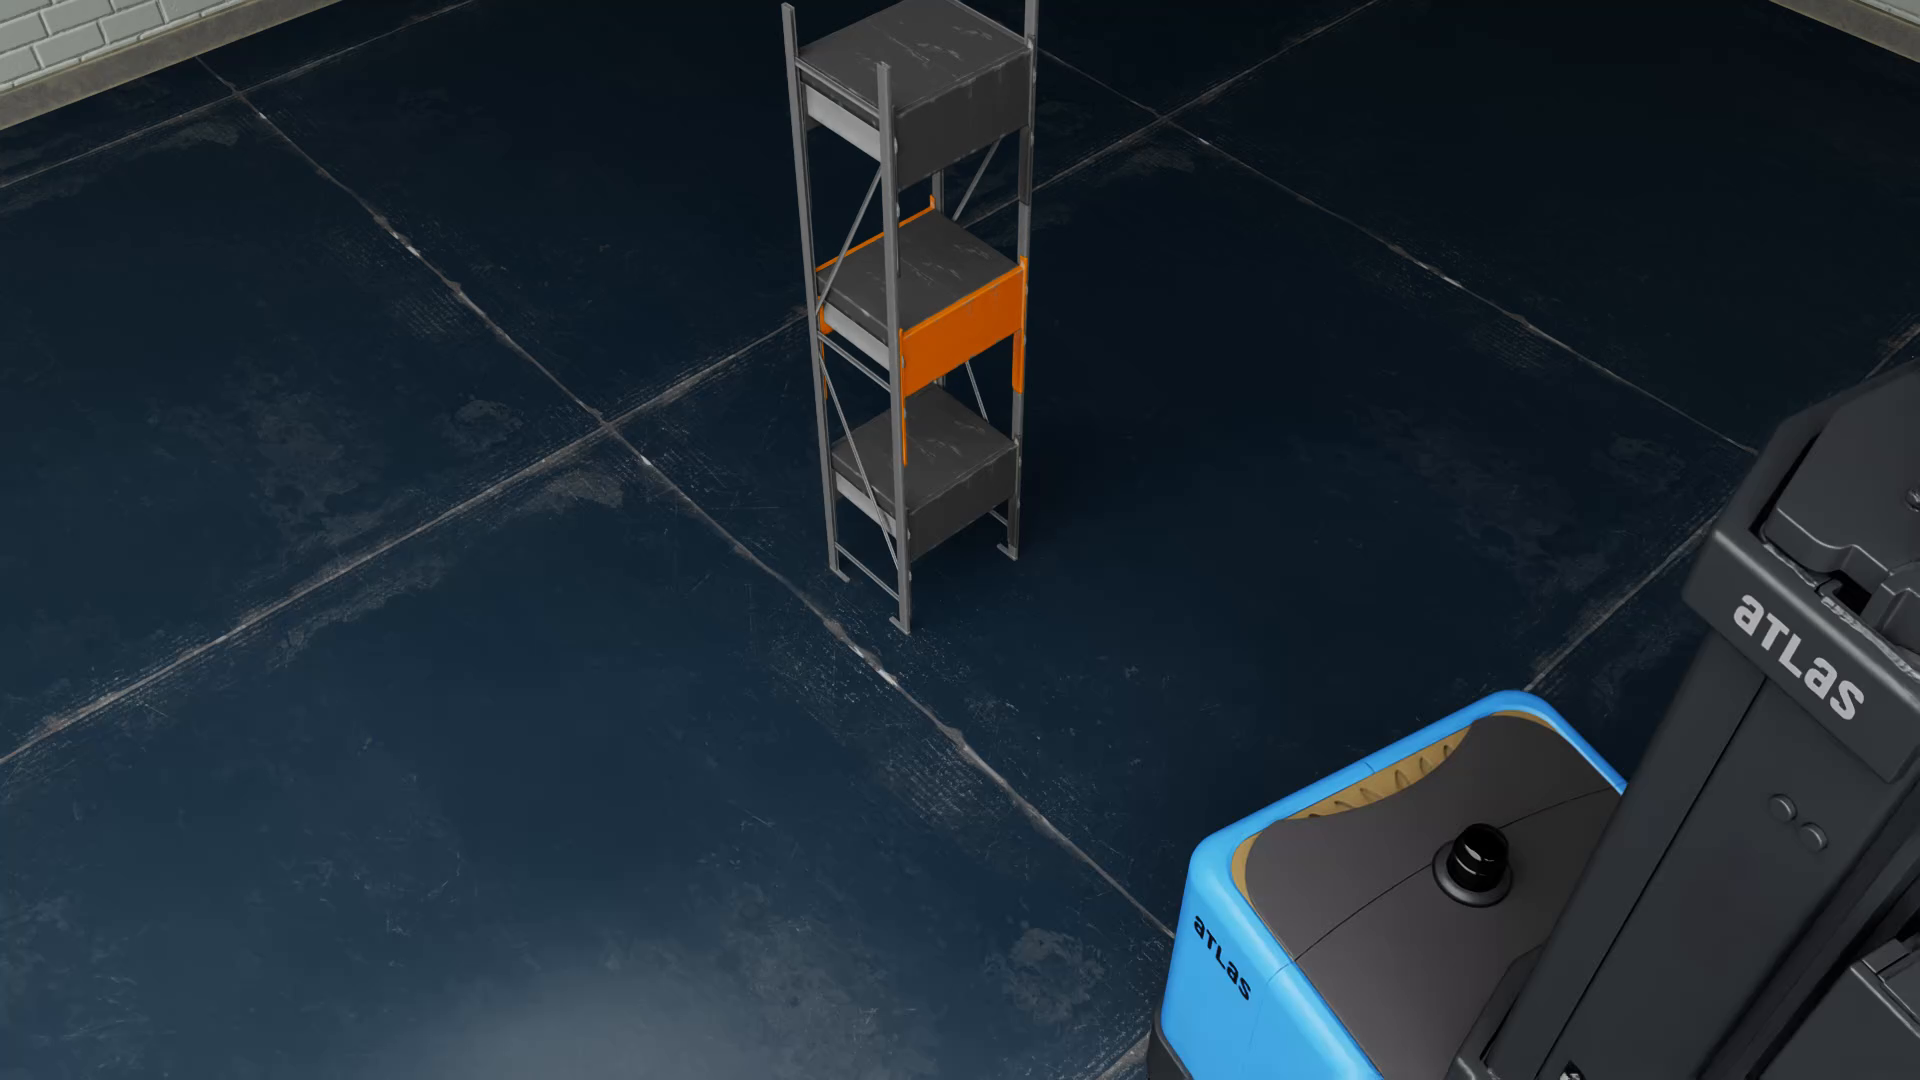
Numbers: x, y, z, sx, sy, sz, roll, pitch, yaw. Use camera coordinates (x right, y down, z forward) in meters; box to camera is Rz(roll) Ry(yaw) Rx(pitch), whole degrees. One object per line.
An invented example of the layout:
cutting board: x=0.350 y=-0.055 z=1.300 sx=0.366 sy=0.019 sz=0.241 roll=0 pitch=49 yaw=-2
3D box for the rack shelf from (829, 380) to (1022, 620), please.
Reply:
rack shelf: x=-0.122 y=-0.146 z=5.427 sx=0.480 sy=0.518 sz=0.431 roll=-34 pitch=56 yaw=-27

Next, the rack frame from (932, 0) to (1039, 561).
rack frame: x=0.058 y=-0.751 z=5.014 sx=0.015 sy=2.100 sz=0.400 roll=-34 pitch=56 yaw=-27

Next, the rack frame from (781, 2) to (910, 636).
rack frame: x=-0.303 y=-0.510 z=4.791 sx=0.015 sy=2.100 sz=0.400 roll=-34 pitch=56 yaw=-27

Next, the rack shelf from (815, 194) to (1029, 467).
rack shelf: x=-0.122 y=-0.621 z=4.913 sx=0.480 sy=0.518 sz=0.431 roll=-34 pitch=56 yaw=-27

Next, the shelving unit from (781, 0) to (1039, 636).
shelving unit: x=-0.122 y=-0.630 z=4.903 sx=0.503 sy=2.100 sz=0.431 roll=-34 pitch=56 yaw=-27

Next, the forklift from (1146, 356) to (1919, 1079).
forklift: x=1.644 y=1.191 z=2.657 sx=1.130 sy=2.935 sz=3.031 roll=-22 pitch=51 yaw=-19

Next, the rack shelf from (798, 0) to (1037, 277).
rack shelf: x=-0.122 y=-1.096 z=4.398 sx=0.480 sy=0.518 sz=0.431 roll=-34 pitch=56 yaw=-27
